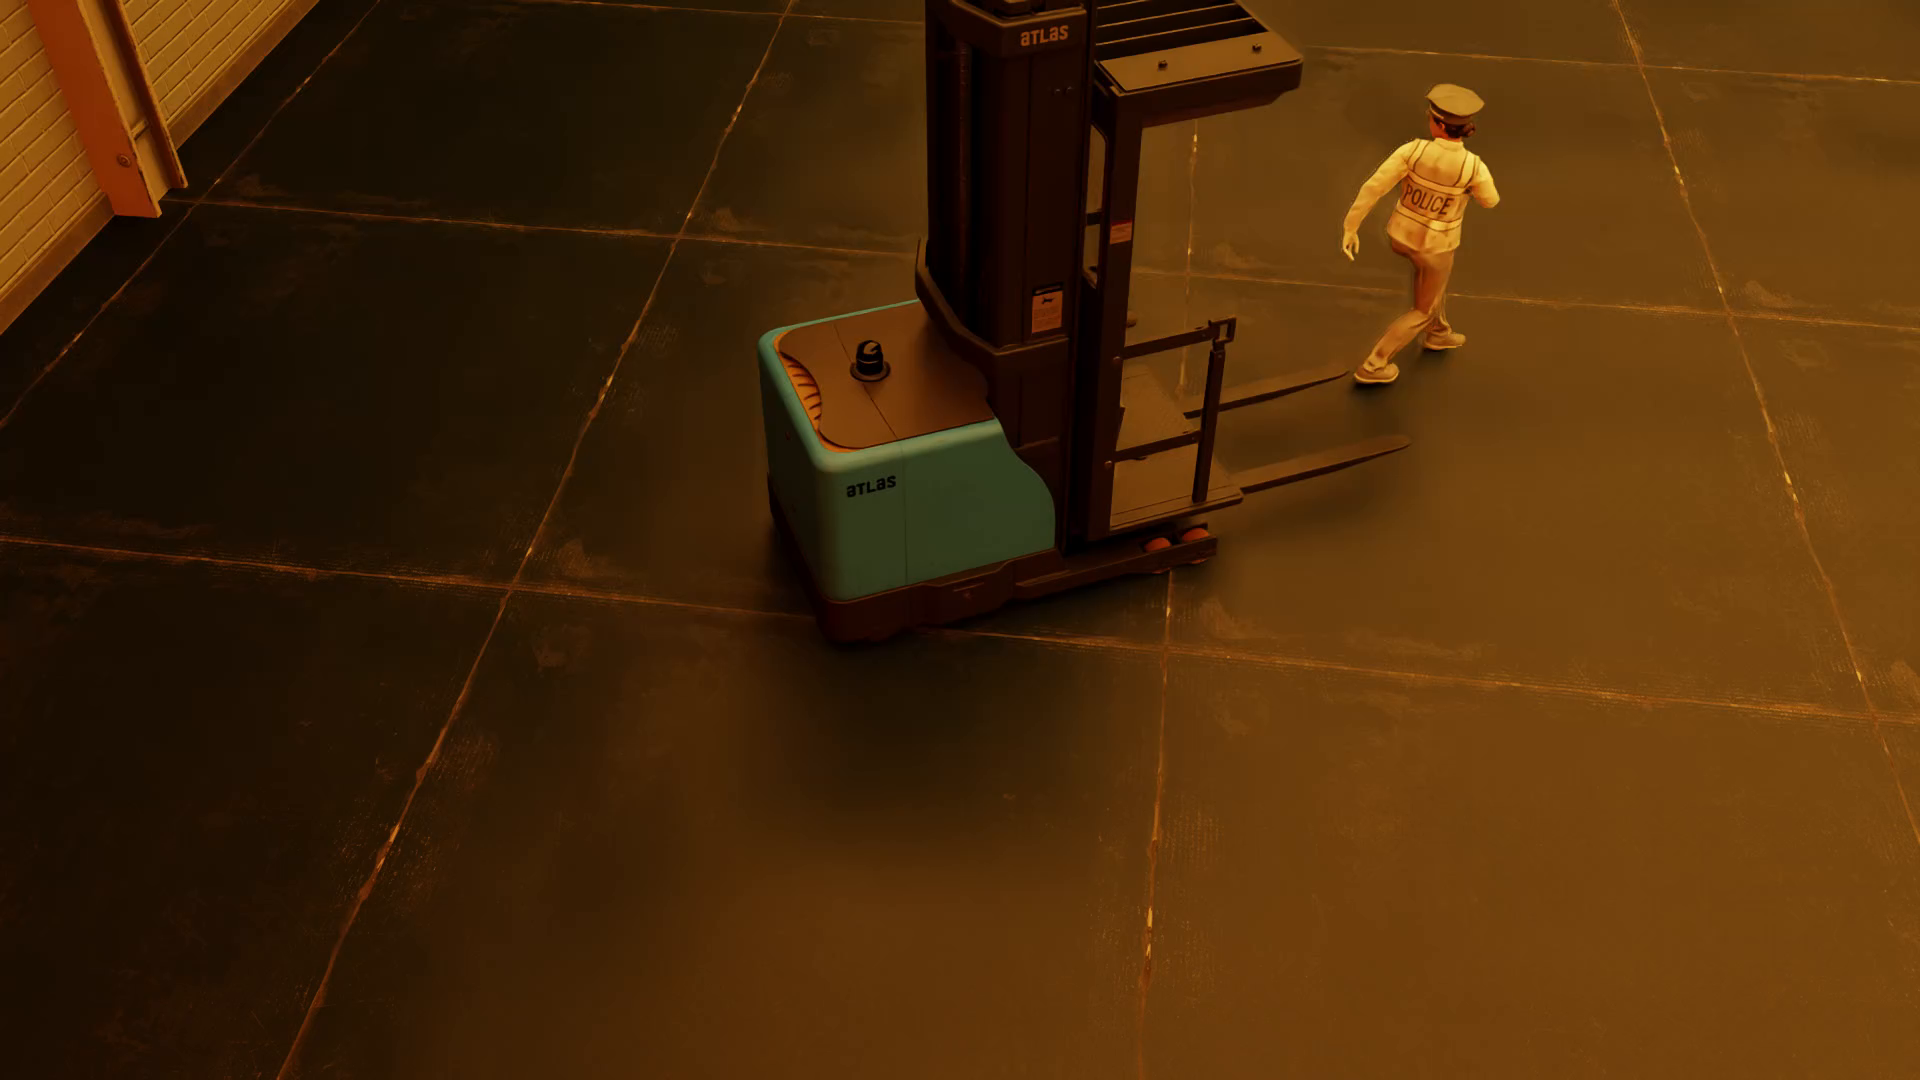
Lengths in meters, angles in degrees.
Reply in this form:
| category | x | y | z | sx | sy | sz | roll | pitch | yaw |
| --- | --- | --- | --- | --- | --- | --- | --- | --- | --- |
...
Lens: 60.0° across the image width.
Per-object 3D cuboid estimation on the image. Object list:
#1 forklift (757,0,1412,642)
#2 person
| category | x | y | z | sx | sy | sz | roll | pitch | yaw |
| --- | --- | --- | --- | --- | --- | --- | --- | --- | --- |
| forklift | 0.666 | -1.246 | 7.081 | 3.031 | 2.935 | 1.130 | -14 | 44 | -15 |
| person | 2.368 | -1.533 | 8.416 | 0.895 | 1.611 | 0.506 | -29 | 50 | -28 |
